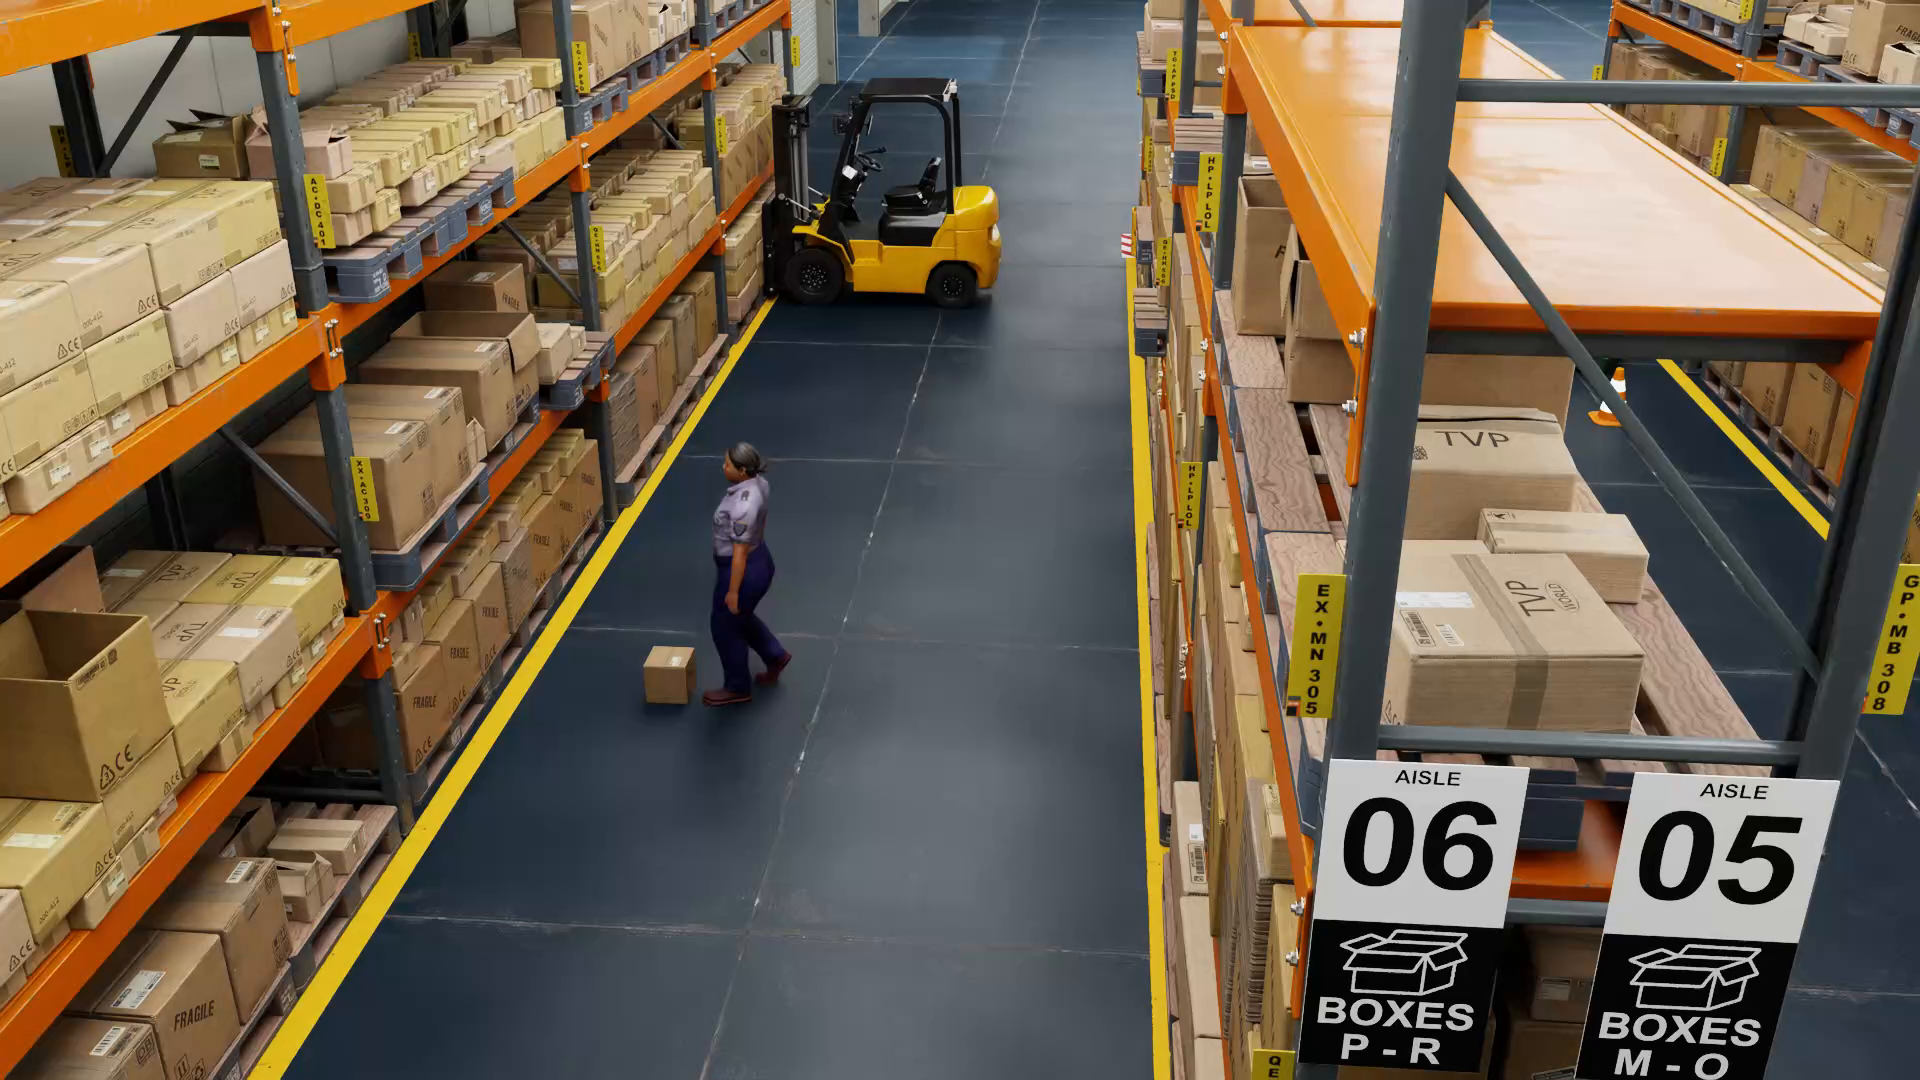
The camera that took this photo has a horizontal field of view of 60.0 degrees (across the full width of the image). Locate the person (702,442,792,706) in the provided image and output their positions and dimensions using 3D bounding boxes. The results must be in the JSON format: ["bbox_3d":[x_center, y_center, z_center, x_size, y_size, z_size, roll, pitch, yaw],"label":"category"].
[{"bbox_3d":[-1.278,0.192,9.612,0.498,1.635,0.515,2,25,4],"label":"person"}]
